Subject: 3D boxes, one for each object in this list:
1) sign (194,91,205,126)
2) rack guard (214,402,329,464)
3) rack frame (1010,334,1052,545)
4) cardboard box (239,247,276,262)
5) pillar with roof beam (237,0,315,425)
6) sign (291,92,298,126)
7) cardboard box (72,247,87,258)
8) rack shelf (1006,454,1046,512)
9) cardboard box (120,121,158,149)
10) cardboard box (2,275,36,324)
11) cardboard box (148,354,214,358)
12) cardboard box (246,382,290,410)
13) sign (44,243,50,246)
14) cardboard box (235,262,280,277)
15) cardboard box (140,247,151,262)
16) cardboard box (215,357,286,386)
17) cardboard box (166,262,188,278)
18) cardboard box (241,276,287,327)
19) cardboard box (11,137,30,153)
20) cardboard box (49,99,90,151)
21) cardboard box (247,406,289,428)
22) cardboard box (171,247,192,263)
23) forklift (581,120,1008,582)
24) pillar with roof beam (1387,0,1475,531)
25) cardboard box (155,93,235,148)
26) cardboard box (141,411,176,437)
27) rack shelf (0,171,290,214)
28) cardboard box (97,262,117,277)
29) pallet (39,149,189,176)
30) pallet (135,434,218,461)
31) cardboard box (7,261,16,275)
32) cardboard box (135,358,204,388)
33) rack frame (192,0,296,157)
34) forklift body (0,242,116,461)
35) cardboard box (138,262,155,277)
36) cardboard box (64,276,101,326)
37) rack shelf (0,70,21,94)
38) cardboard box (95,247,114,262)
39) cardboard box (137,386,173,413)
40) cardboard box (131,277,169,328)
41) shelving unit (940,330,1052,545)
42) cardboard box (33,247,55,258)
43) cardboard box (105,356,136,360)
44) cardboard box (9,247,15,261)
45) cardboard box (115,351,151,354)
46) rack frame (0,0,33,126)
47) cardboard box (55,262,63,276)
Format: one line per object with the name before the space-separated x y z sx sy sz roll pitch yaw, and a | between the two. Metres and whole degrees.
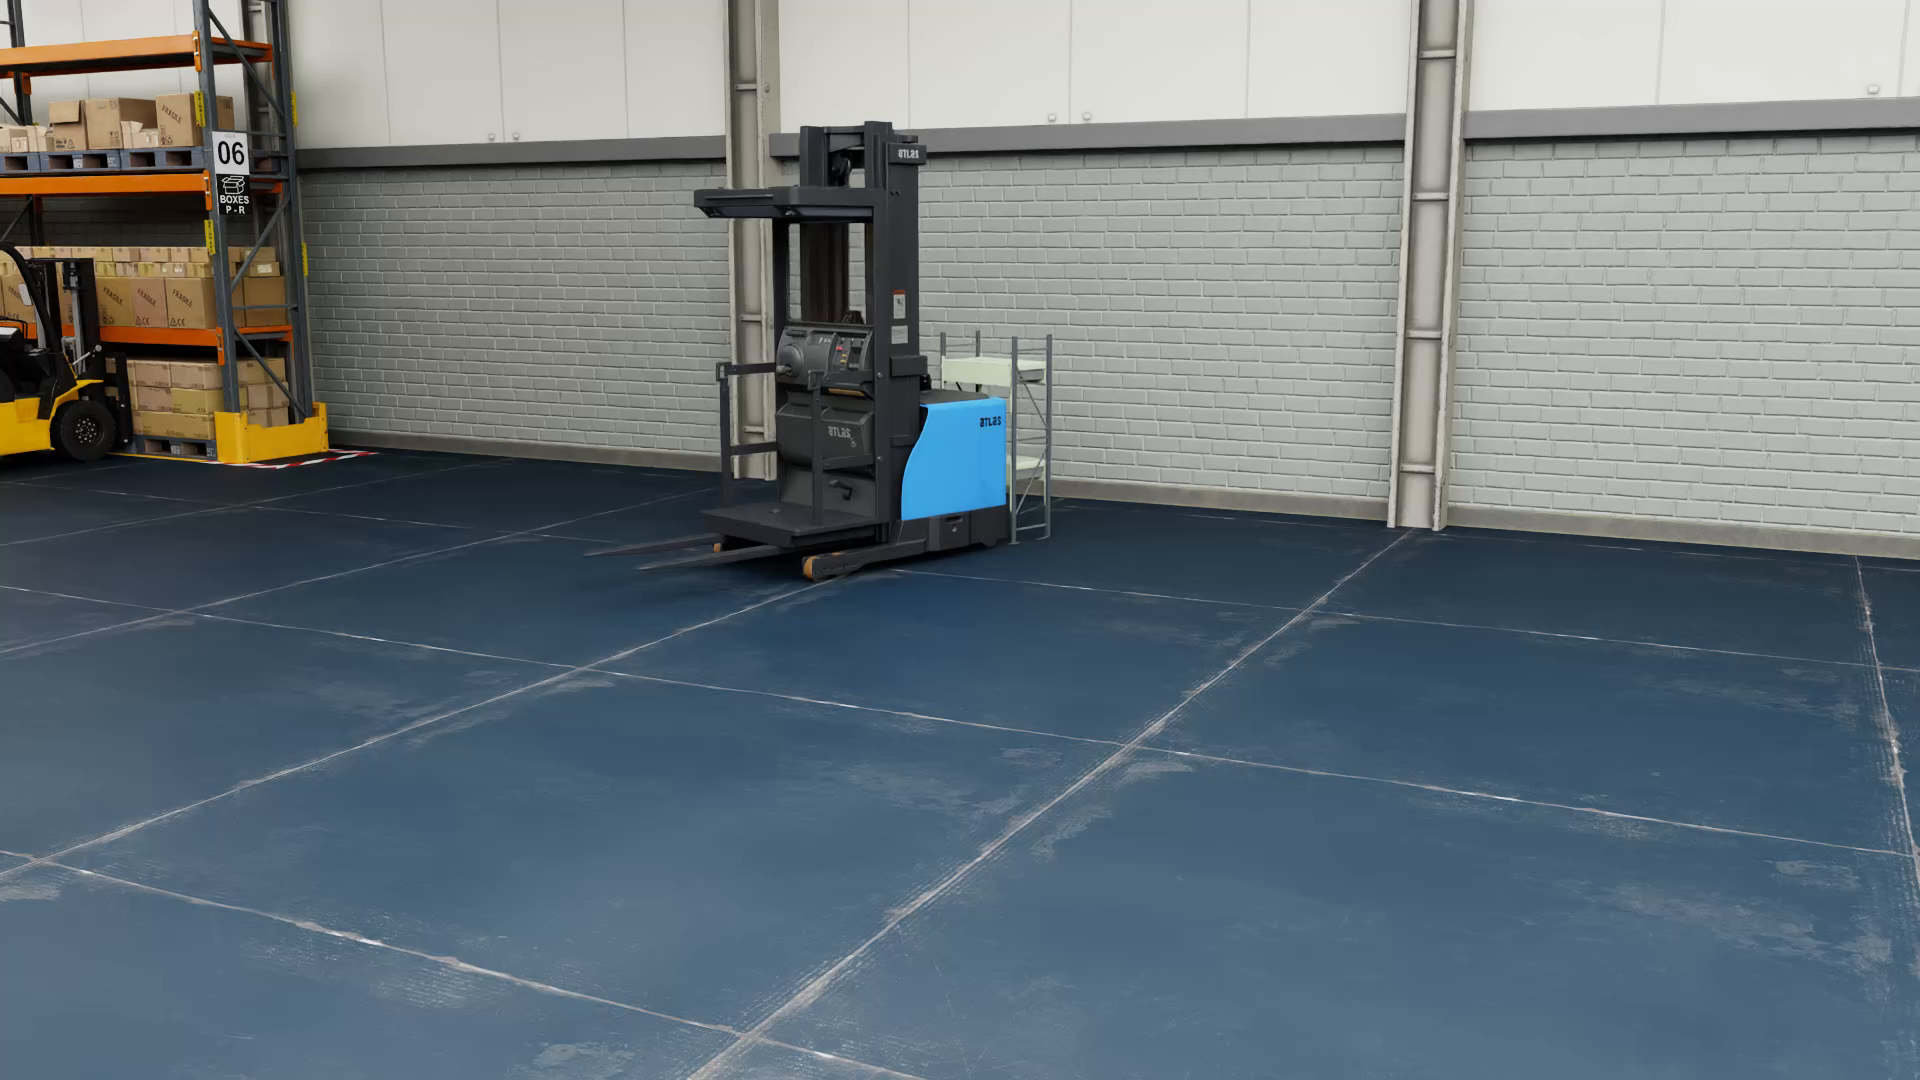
sign | -7.260 -4.120 15.887 0.005 0.325 0.100 5 11 26
rack guard | -6.985 -1.101 16.911 0.348 0.500 1.175 5 11 26
rack frame | 0.517 -0.731 12.056 0.400 1.500 0.023 -10 14 -43
cardboard box | -7.214 -2.908 16.940 0.250 0.149 0.380 5 11 25
pillar with roof beam | -9.137 -4.796 13.464 0.400 9.000 9.100 5 11 26
sign | -6.756 -4.366 16.833 0.005 0.325 0.100 5 11 26
cardboard box | -9.018 -2.985 17.362 0.250 0.149 0.380 5 11 26
rack shelf | 0.261 -0.456 12.372 0.431 0.370 0.720 -10 14 -43
cardboard box | -8.112 -4.036 16.600 0.258 0.266 0.396 5 11 26
cardboard box | -9.837 -2.582 17.795 0.500 0.500 0.500 5 12 27
cardboard box | -8.248 -1.827 17.635 0.500 0.250 0.500 5 11 25
cardboard box | -7.337 -1.503 17.249 0.500 0.250 0.500 5 12 27
sign | -10.350 -3.202 18.846 0.005 0.325 0.100 5 11 26
cardboard box | -7.196 -2.770 17.008 0.250 0.149 0.380 5 11 24
cardboard box | -8.093 -2.905 16.919 0.250 0.149 0.380 5 11 26
cardboard box | -7.354 -1.747 17.193 0.500 0.250 0.500 5 11 25
cardboard box | -7.684 -2.699 16.620 0.250 0.149 0.380 5 12 27
cardboard box | -7.328 -2.466 17.150 0.500 0.500 0.500 5 12 28
cardboard box | -9.637 -4.112 17.351 0.250 0.149 0.380 5 12 28
cardboard box | -8.894 -4.261 17.176 0.637 0.503 0.797 5 12 28
cardboard box | -7.361 -1.257 17.292 0.500 0.250 0.500 5 11 26
cardboard box | -7.656 -2.857 16.655 0.250 0.149 0.380 5 11 26
forklift | -1.067 -1.277 11.055 3.031 2.935 1.130 -10 14 -43
pillar with roof beam | 1.624 -3.851 8.239 0.400 9.000 9.100 5 11 26
cardboard box | -7.512 -4.110 16.354 0.500 0.500 0.500 5 12 28
cardboard box | -8.010 -1.214 17.056 0.500 0.250 0.500 5 11 26
rack shelf | -8.801 -3.613 17.366 4.000 0.370 1.077 5 11 26
cardboard box | -8.603 -2.781 17.072 0.250 0.149 0.380 5 11 26
pallet | -8.728 -3.921 17.300 1.213 0.211 1.003 5 11 26
pallet | -7.711 -1.015 17.243 1.213 0.211 1.003 5 11 26
cardboard box | -9.946 -2.913 17.802 0.250 0.149 0.380 5 11 26
cardboard box | -8.018 -1.704 16.959 0.500 0.250 0.500 5 12 27
rack frame | -7.007 -5.285 16.164 0.127 3.000 1.000 5 11 26
forklift body | -9.515 -1.773 15.990 1.214 2.155 2.313 5 11 26
cardboard box | -8.107 -2.751 16.905 0.250 0.149 0.380 5 11 25
cardboard box | -8.941 -2.500 17.338 0.500 0.500 0.500 5 11 26
rack shelf | -12.388 -5.207 18.876 4.000 0.370 1.077 5 11 26
cardboard box | -8.610 -2.927 17.042 0.250 0.149 0.380 5 12 27
cardboard box | -8.027 -1.462 17.025 0.500 0.250 0.500 5 11 25
cardboard box | -8.026 -2.421 16.906 0.500 0.500 0.500 5 12 28
shelving unit | 0.261 -0.777 12.314 0.431 1.500 0.755 -10 14 -43
cardboard box | -9.502 -3.013 17.517 0.250 0.149 0.380 5 11 25
cardboard box | -8.926 -1.784 17.397 0.500 0.250 0.500 5 11 25
cardboard box | -9.932 -3.066 17.809 0.250 0.149 0.380 5 11 25
cardboard box | -9.159 -1.906 18.075 0.500 0.250 0.500 5 11 26
rack frame | -10.594 -5.600 17.906 0.127 3.000 1.000 5 11 26
cardboard box | -9.290 -2.844 17.420 0.250 0.149 0.380 5 11 24
